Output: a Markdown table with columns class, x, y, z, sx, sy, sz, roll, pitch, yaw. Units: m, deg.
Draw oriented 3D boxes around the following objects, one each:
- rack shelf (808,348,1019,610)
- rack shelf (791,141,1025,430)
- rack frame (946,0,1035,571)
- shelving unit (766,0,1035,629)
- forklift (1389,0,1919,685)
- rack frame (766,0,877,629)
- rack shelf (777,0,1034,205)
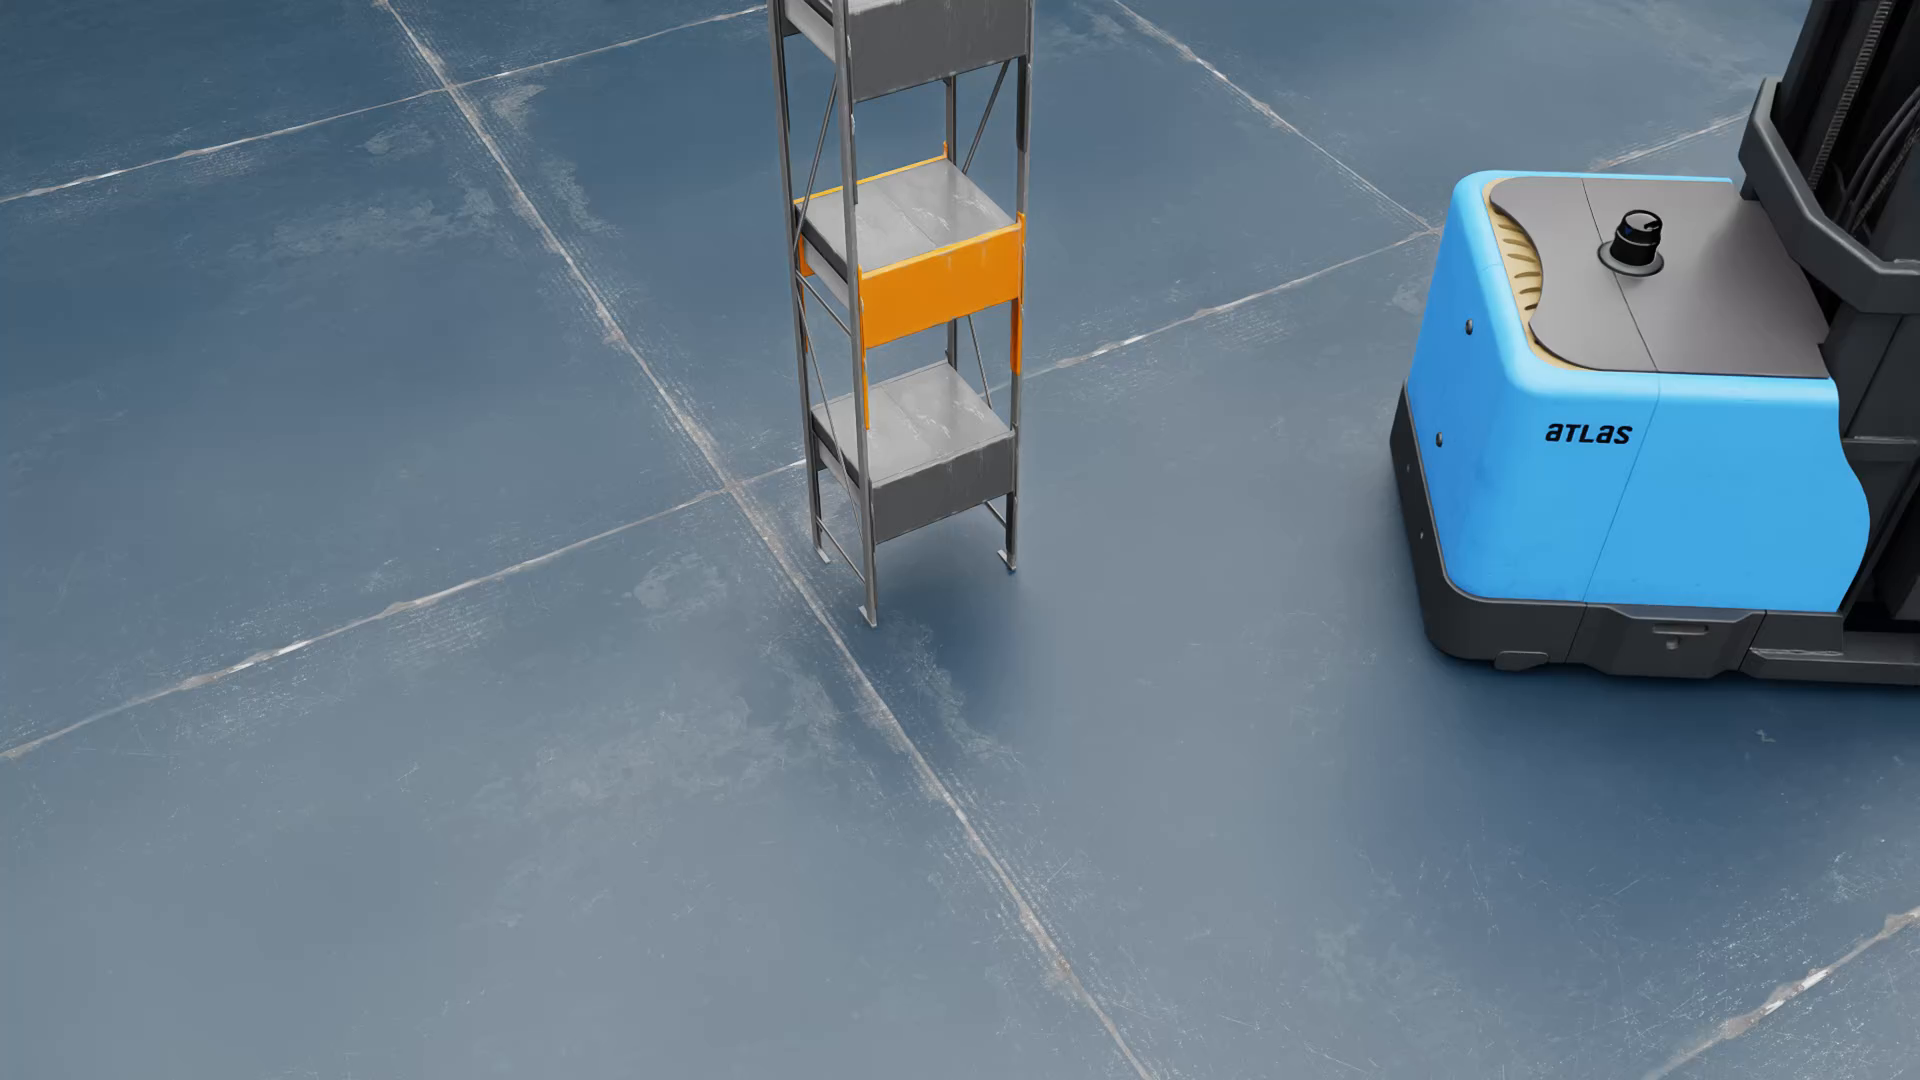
| class | x | y | z | sx | sy | sz | roll | pitch | yaw |
| --- | --- | --- | --- | --- | --- | --- | --- | --- | --- |
| rack shelf | -0.144 | -0.184 | 4.957 | 0.480 | 0.518 | 0.431 | -22 | 48 | -21 |
| rack shelf | -0.144 | -0.686 | 4.469 | 0.480 | 0.518 | 0.431 | -22 | 48 | -21 |
| rack frame | 0.068 | -0.781 | 4.547 | 0.015 | 2.100 | 0.400 | -22 | 48 | -21 |
| shelving unit | -0.144 | -0.696 | 4.460 | 0.503 | 2.100 | 0.431 | -22 | 48 | -21 |
| forklift | 2.903 | -0.966 | 4.141 | 3.031 | 2.935 | 1.130 | 2 | 44 | 2 |
| rack frame | -0.355 | -0.611 | 4.372 | 0.015 | 2.100 | 0.400 | -22 | 48 | -21 |
| rack shelf | -0.144 | -1.189 | 3.982 | 0.480 | 0.518 | 0.431 | -22 | 48 | -21 |
